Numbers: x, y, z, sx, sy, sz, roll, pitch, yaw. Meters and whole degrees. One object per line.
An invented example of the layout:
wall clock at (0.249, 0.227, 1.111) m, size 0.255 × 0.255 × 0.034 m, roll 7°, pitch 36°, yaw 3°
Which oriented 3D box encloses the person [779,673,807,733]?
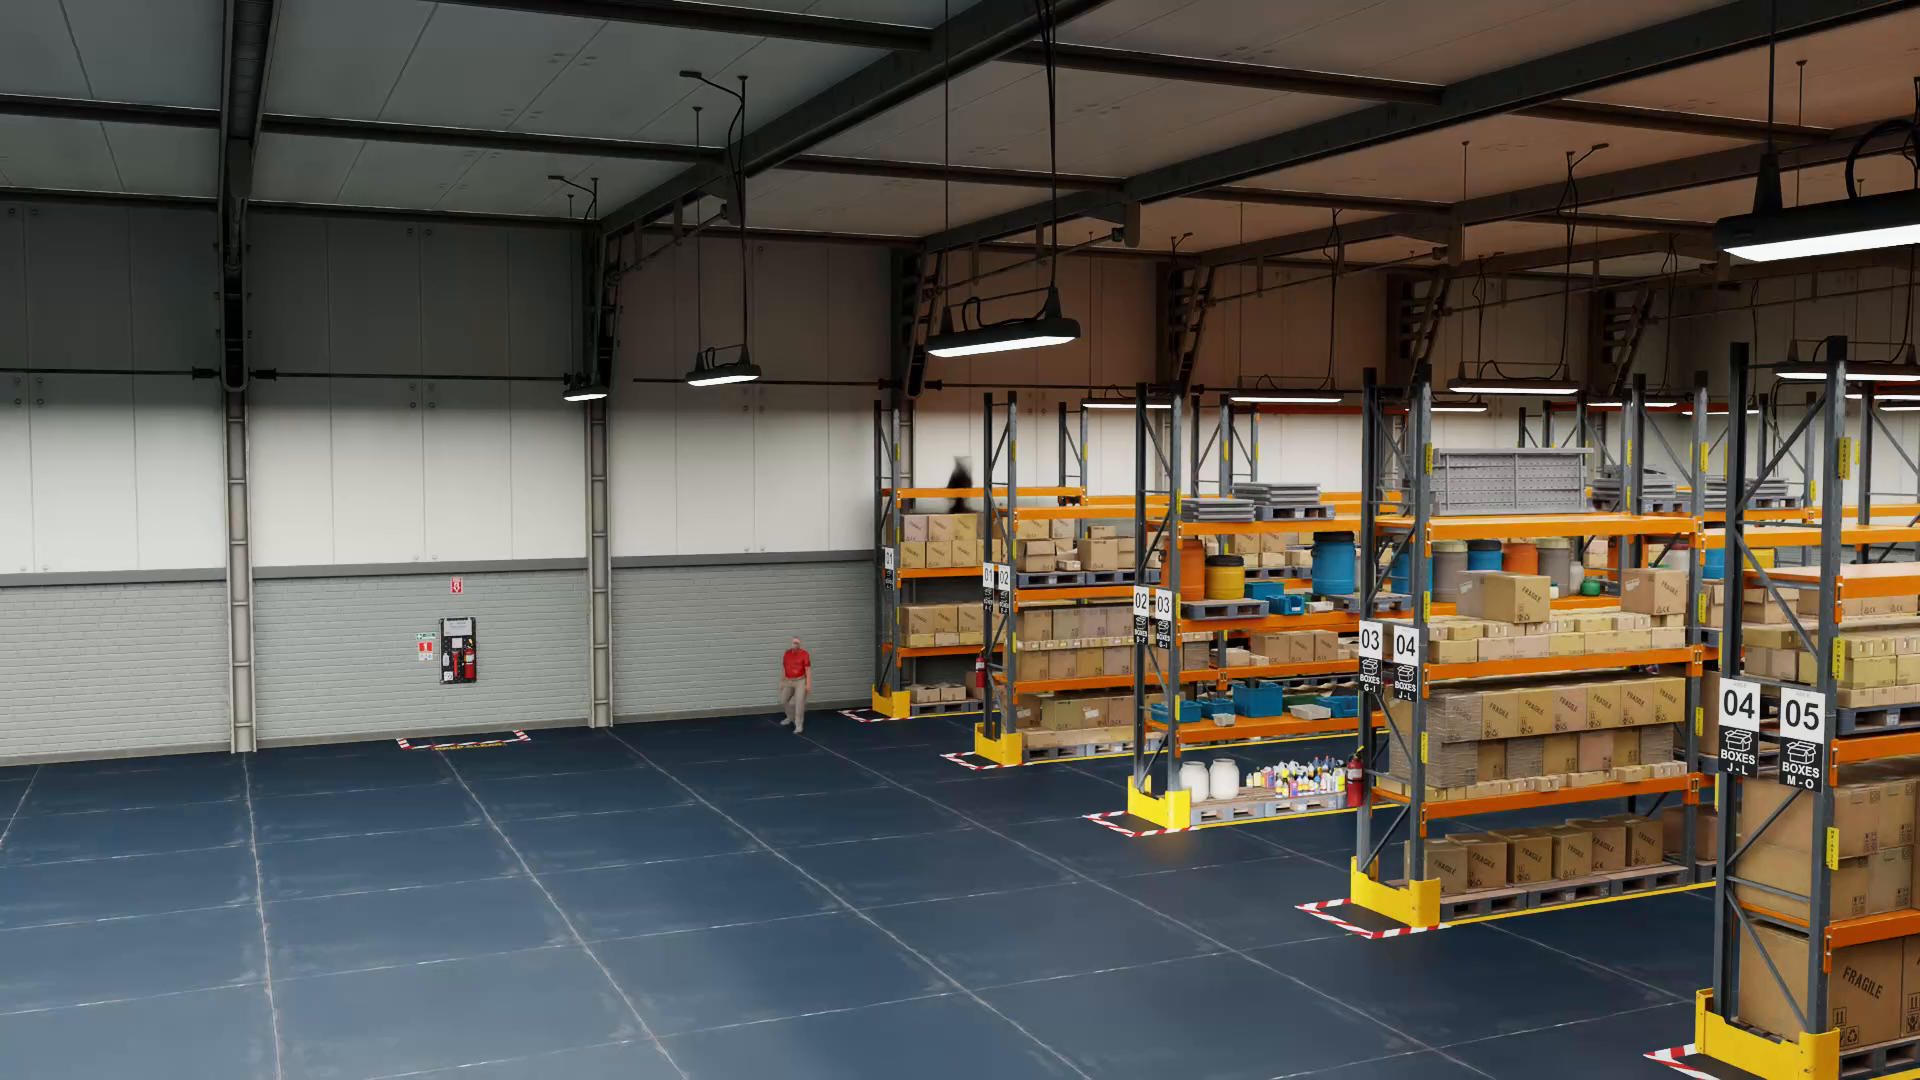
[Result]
person at (-3.019, 2.900, 29.948) m, size 0.697 × 1.062 × 0.626 m, roll 2°, pitch 4°, yaw 26°
